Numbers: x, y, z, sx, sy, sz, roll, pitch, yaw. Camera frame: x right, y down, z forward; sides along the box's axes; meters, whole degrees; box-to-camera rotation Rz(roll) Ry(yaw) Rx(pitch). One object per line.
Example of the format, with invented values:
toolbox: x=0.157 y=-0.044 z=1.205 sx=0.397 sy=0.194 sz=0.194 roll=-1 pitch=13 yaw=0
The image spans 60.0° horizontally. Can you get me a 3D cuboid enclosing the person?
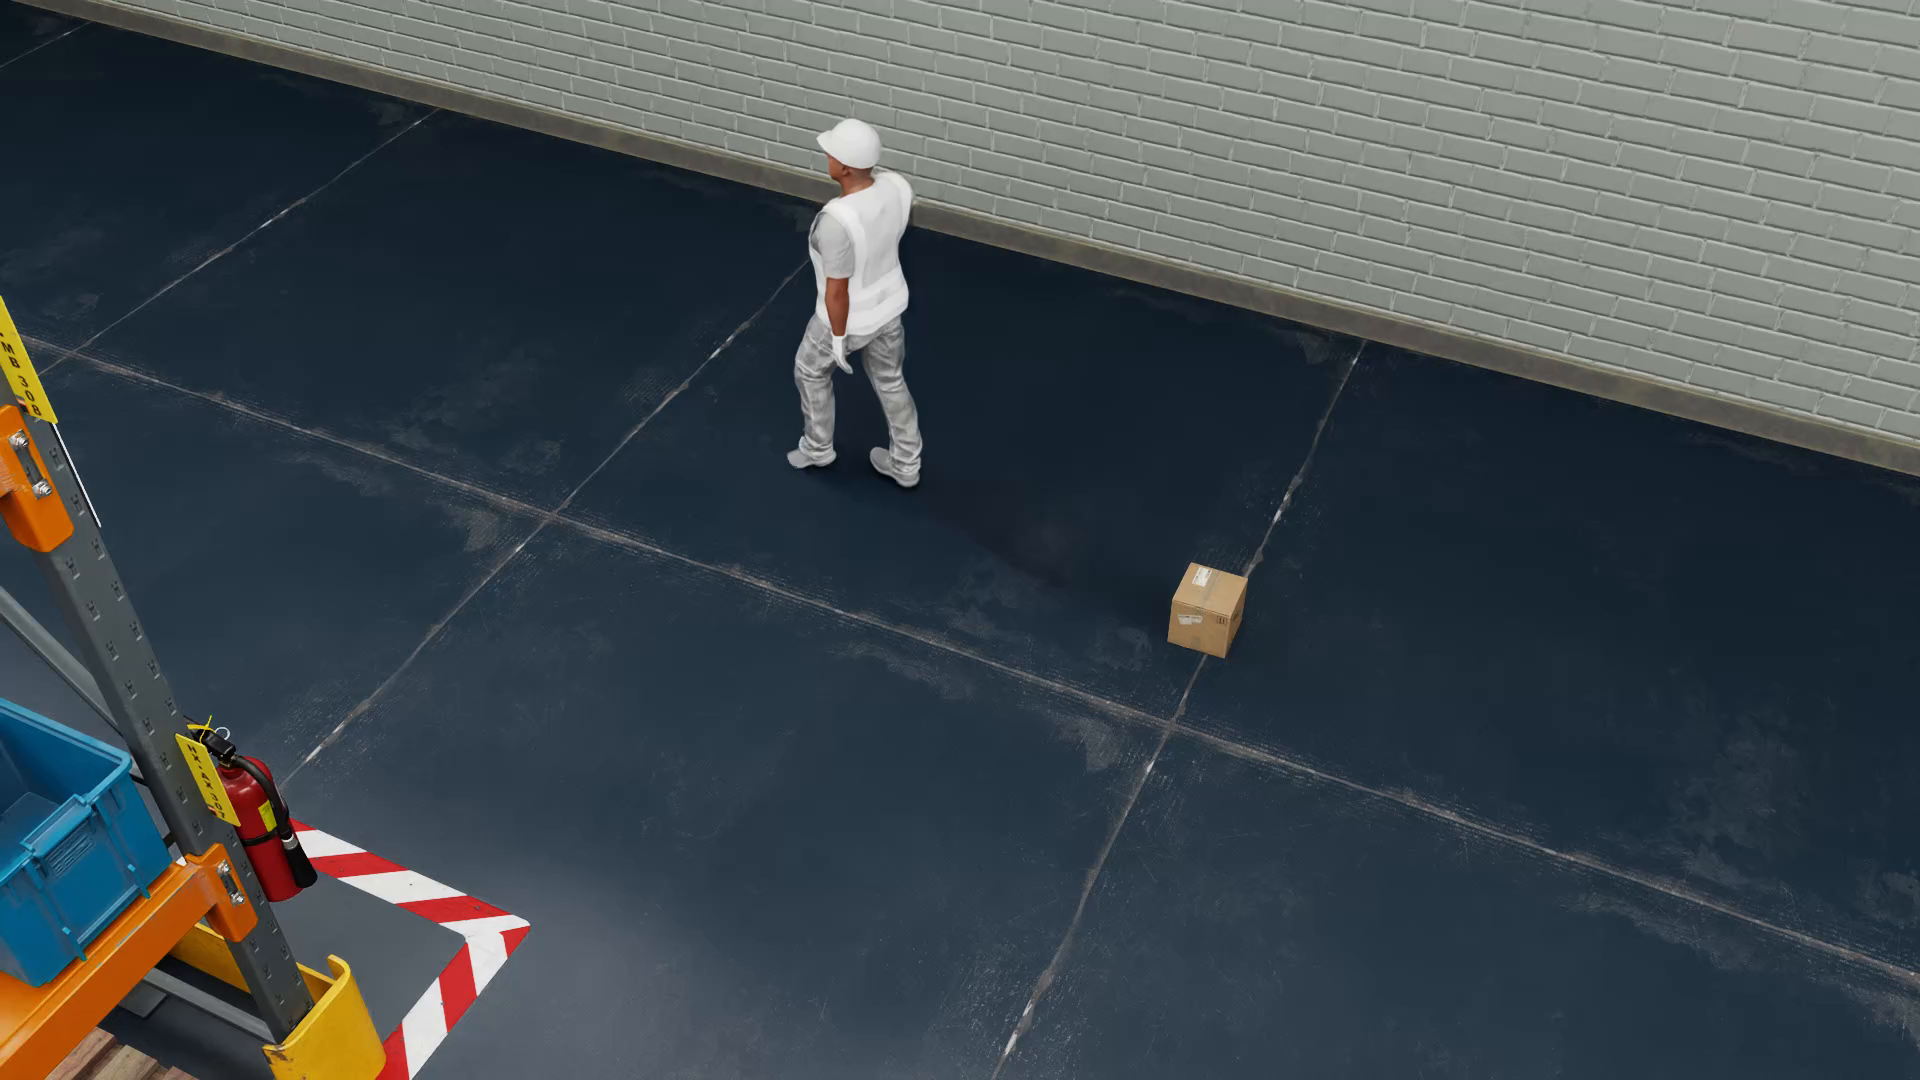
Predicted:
person: x=-0.473 y=-1.008 z=7.291 sx=0.666 sy=1.835 sz=0.565 roll=29 pitch=49 yaw=29
